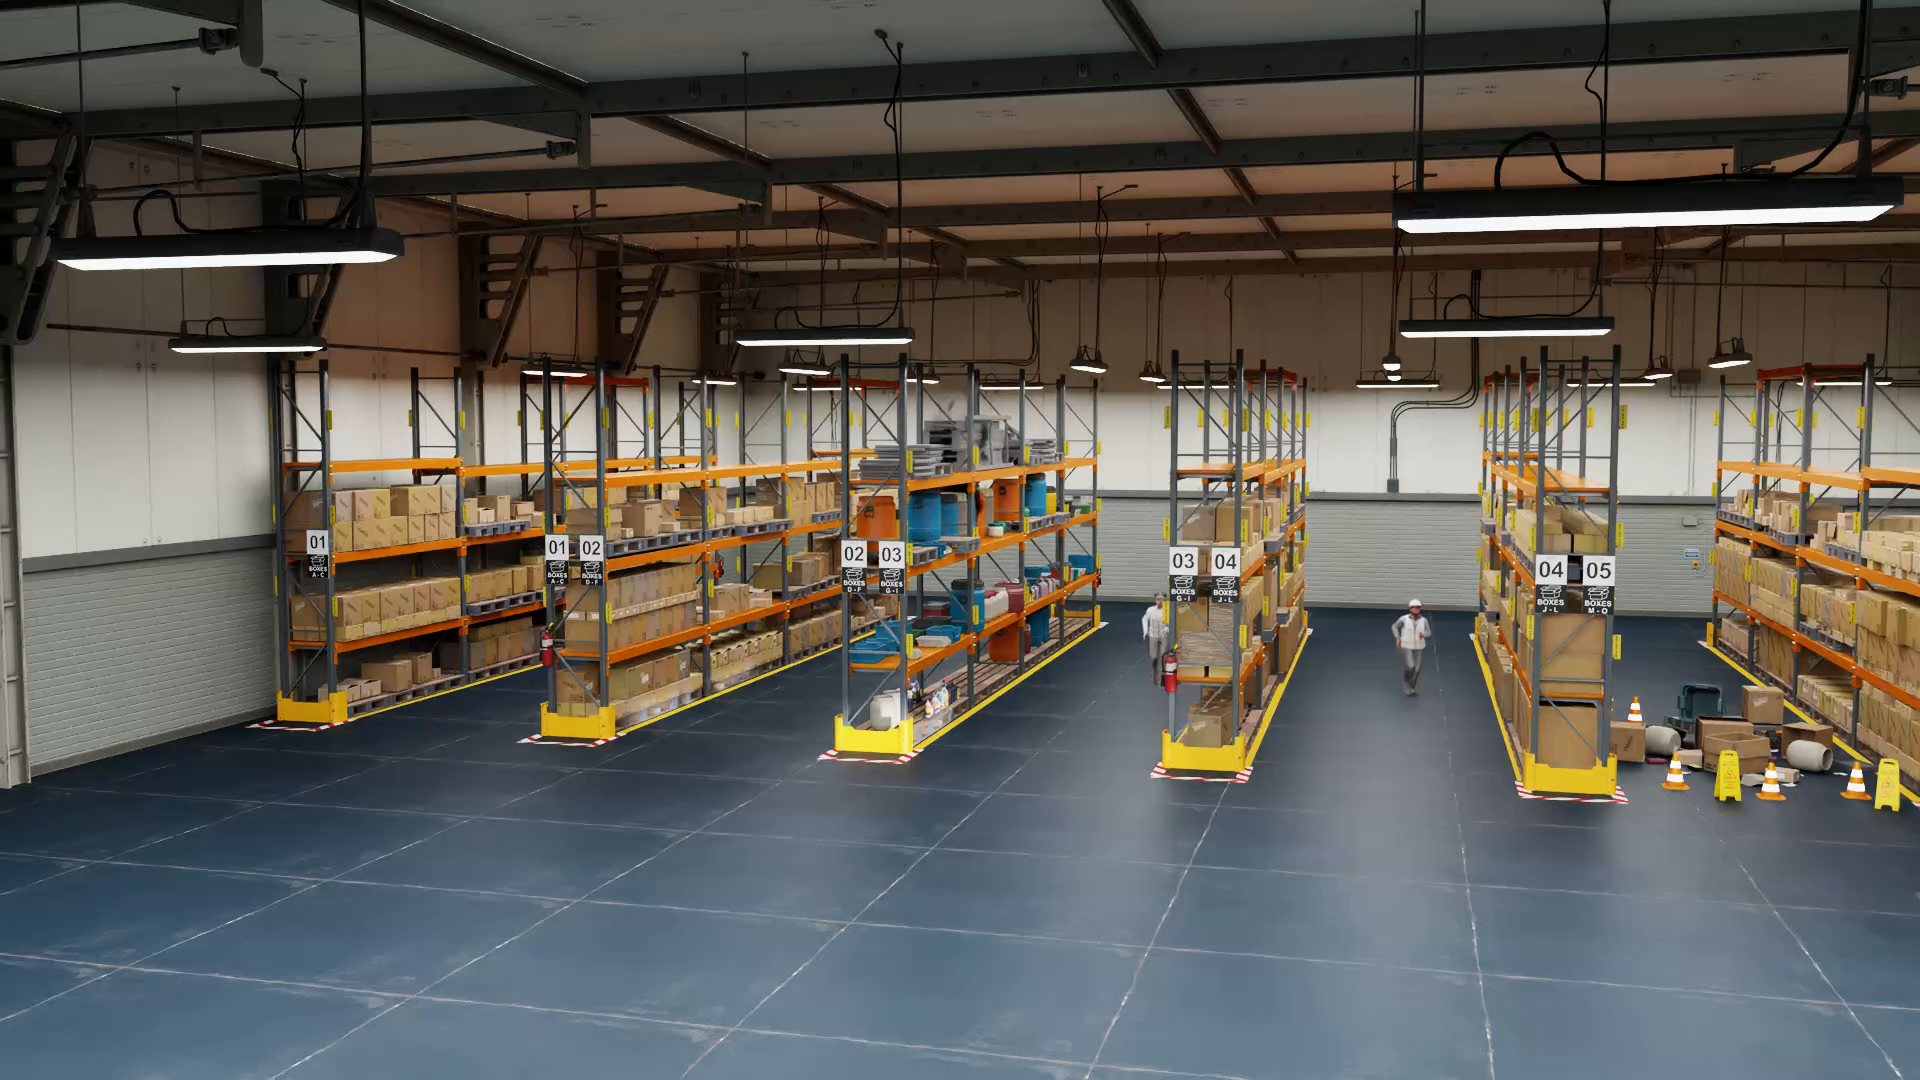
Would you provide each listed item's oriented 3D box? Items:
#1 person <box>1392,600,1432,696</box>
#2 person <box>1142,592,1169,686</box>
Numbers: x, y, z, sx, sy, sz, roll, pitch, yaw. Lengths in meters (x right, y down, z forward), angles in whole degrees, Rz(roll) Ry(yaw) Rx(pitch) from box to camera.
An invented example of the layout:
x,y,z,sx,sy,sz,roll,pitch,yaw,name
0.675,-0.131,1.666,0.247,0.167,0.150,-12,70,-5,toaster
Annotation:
x,y,z,sx,sy,sz,roll,pitch,yaw,name
8.200,1.954,30.082,0.644,1.751,0.642,0,4,-1,person
3.530,1.756,29.567,0.583,1.690,0.695,1,4,7,person
